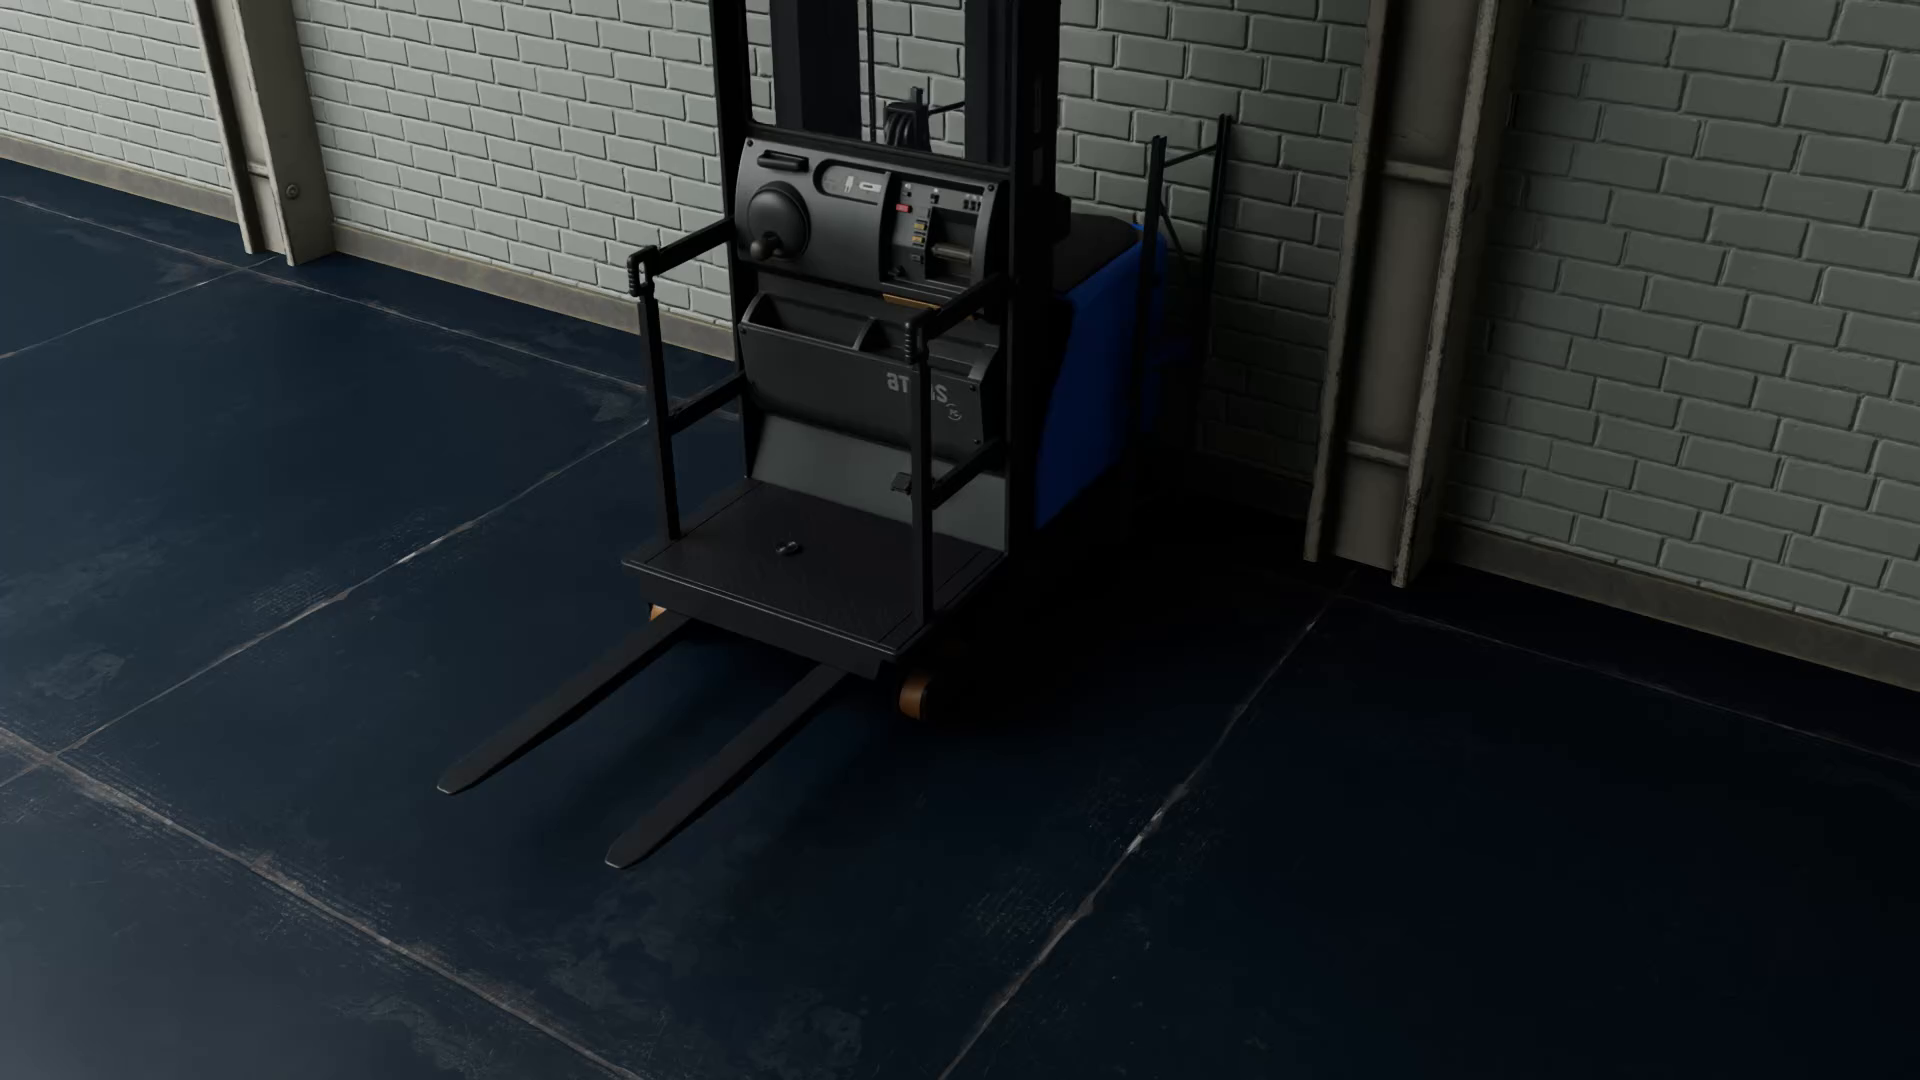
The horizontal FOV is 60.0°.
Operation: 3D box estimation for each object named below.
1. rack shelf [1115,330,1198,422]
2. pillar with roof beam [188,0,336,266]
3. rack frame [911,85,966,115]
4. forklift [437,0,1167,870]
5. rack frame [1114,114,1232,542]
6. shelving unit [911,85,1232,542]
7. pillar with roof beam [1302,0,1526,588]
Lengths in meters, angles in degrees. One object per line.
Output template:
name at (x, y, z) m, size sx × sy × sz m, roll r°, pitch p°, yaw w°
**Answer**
rack shelf at (0.352, -0.745, 6.370) m, size 1.000 × 0.185 × 0.538 m, roll 21°, pitch 32°, yaw 31°
pillar with roof beam at (-5.861, -3.601, 3.492) m, size 0.400 × 9.000 × 9.100 m, roll 18°, pitch 35°, yaw 27°
rack frame at (-0.049, -1.058, 6.549) m, size 0.032 × 1.500 × 0.500 m, roll 21°, pitch 32°, yaw 31°
forklift at (-0.406, -0.957, 4.982) m, size 1.130 × 2.935 × 3.031 m, roll 16°, pitch 34°, yaw 26°
rack frame at (0.767, -0.750, 6.026) m, size 0.032 × 1.500 × 0.500 m, roll 21°, pitch 32°, yaw 31°
shelving unit at (0.359, -0.904, 6.287) m, size 1.048 × 1.500 × 0.538 m, roll 21°, pitch 32°, yaw 31°
pillar with roof beam at (-0.779, -1.994, 0.737) m, size 0.400 × 9.000 × 9.100 m, roll 18°, pitch 35°, yaw 27°
